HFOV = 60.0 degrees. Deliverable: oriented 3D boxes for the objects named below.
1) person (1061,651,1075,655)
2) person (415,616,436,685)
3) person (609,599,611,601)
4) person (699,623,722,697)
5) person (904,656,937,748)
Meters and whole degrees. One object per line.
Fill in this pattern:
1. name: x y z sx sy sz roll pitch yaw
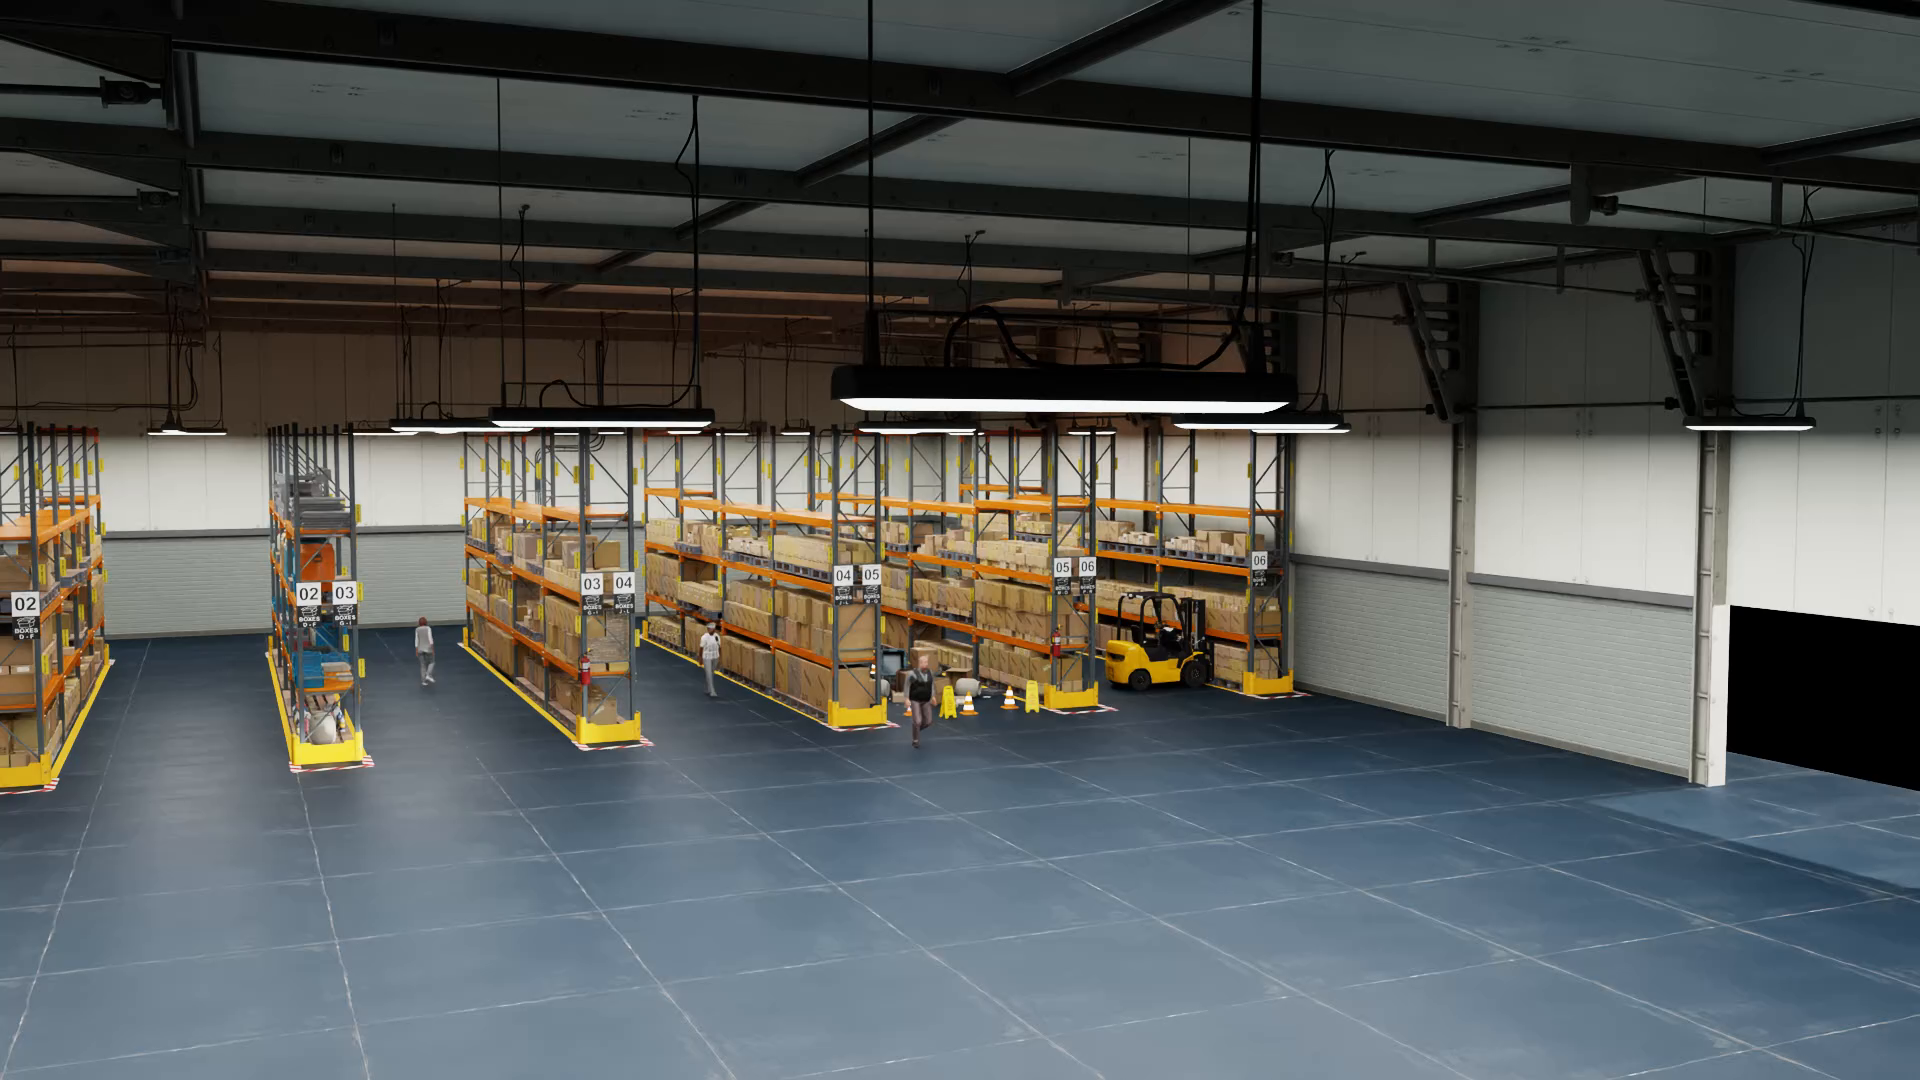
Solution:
1. person: 2.555 2.543 39.870 0.511 1.502 0.751 -1 4 -21
2. person: -12.393 2.573 38.474 0.451 1.592 0.448 0 3 -3
3. person: -10.838 1.780 50.096 0.625 1.736 1.010 -1 4 -15
4. person: -5.498 2.635 36.880 0.469 1.620 0.977 -3 4 -38
5. person: -0.796 2.991 30.938 0.606 1.703 0.611 -2 4 -35
